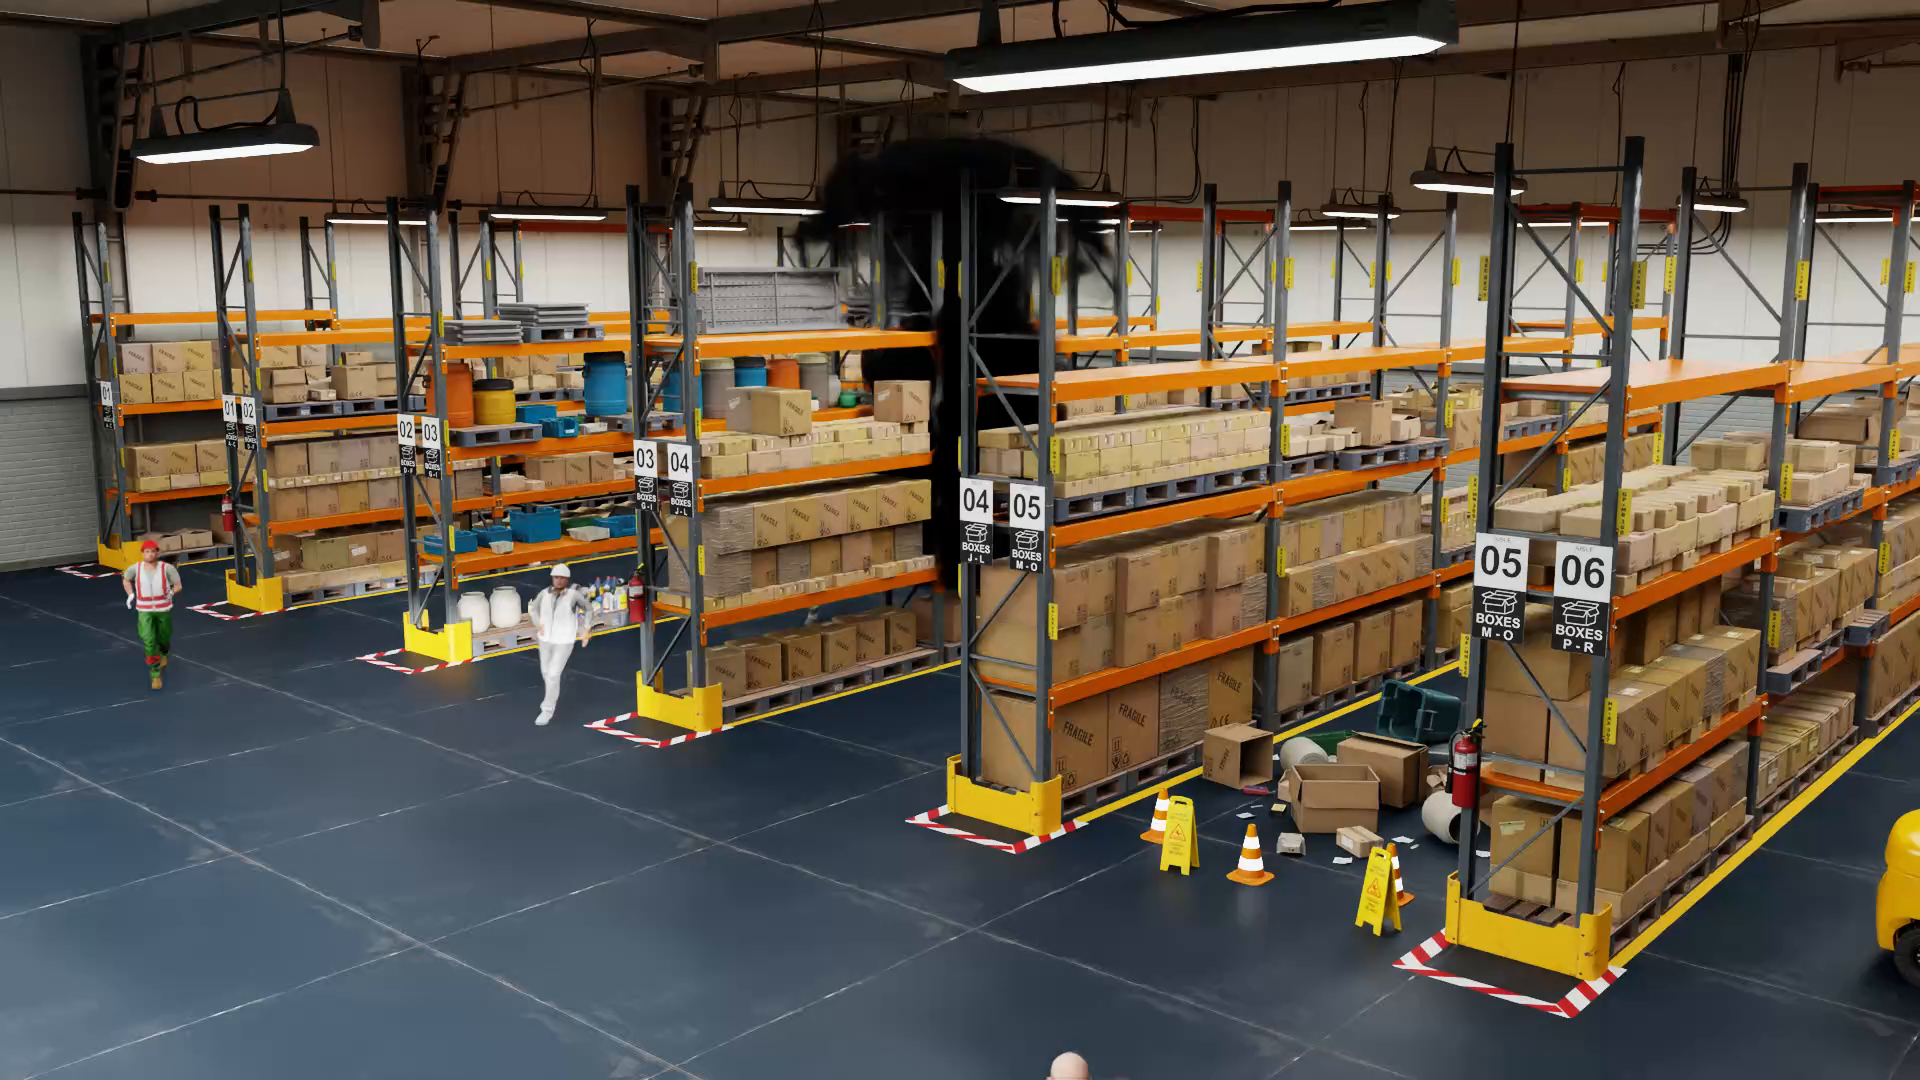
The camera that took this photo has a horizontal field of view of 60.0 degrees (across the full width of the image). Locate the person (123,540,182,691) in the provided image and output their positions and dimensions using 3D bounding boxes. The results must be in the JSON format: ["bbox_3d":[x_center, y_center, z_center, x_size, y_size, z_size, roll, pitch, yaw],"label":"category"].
[{"bbox_3d":[-9.959,0.882,20.557,0.656,1.793,0.985,-4,10,-24],"label":"person"}]

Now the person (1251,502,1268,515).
[{"bbox_3d":[4.585,0.127,25.219,0.564,1.662,0.941,7,12,36],"label":"person"}]

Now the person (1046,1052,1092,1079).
[{"bbox_3d":[0.514,3.091,7.419,0.751,1.781,0.892,0,9,-1],"label":"person"}]

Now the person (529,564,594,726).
[{"bbox_3d":[-4.571,1.152,18.968,0.708,1.785,0.854,2,10,9],"label":"person"}]

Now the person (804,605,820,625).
[{"bbox_3d":[-2.139,0.347,23.925,0.641,1.746,0.554,6,11,32],"label":"person"}]
